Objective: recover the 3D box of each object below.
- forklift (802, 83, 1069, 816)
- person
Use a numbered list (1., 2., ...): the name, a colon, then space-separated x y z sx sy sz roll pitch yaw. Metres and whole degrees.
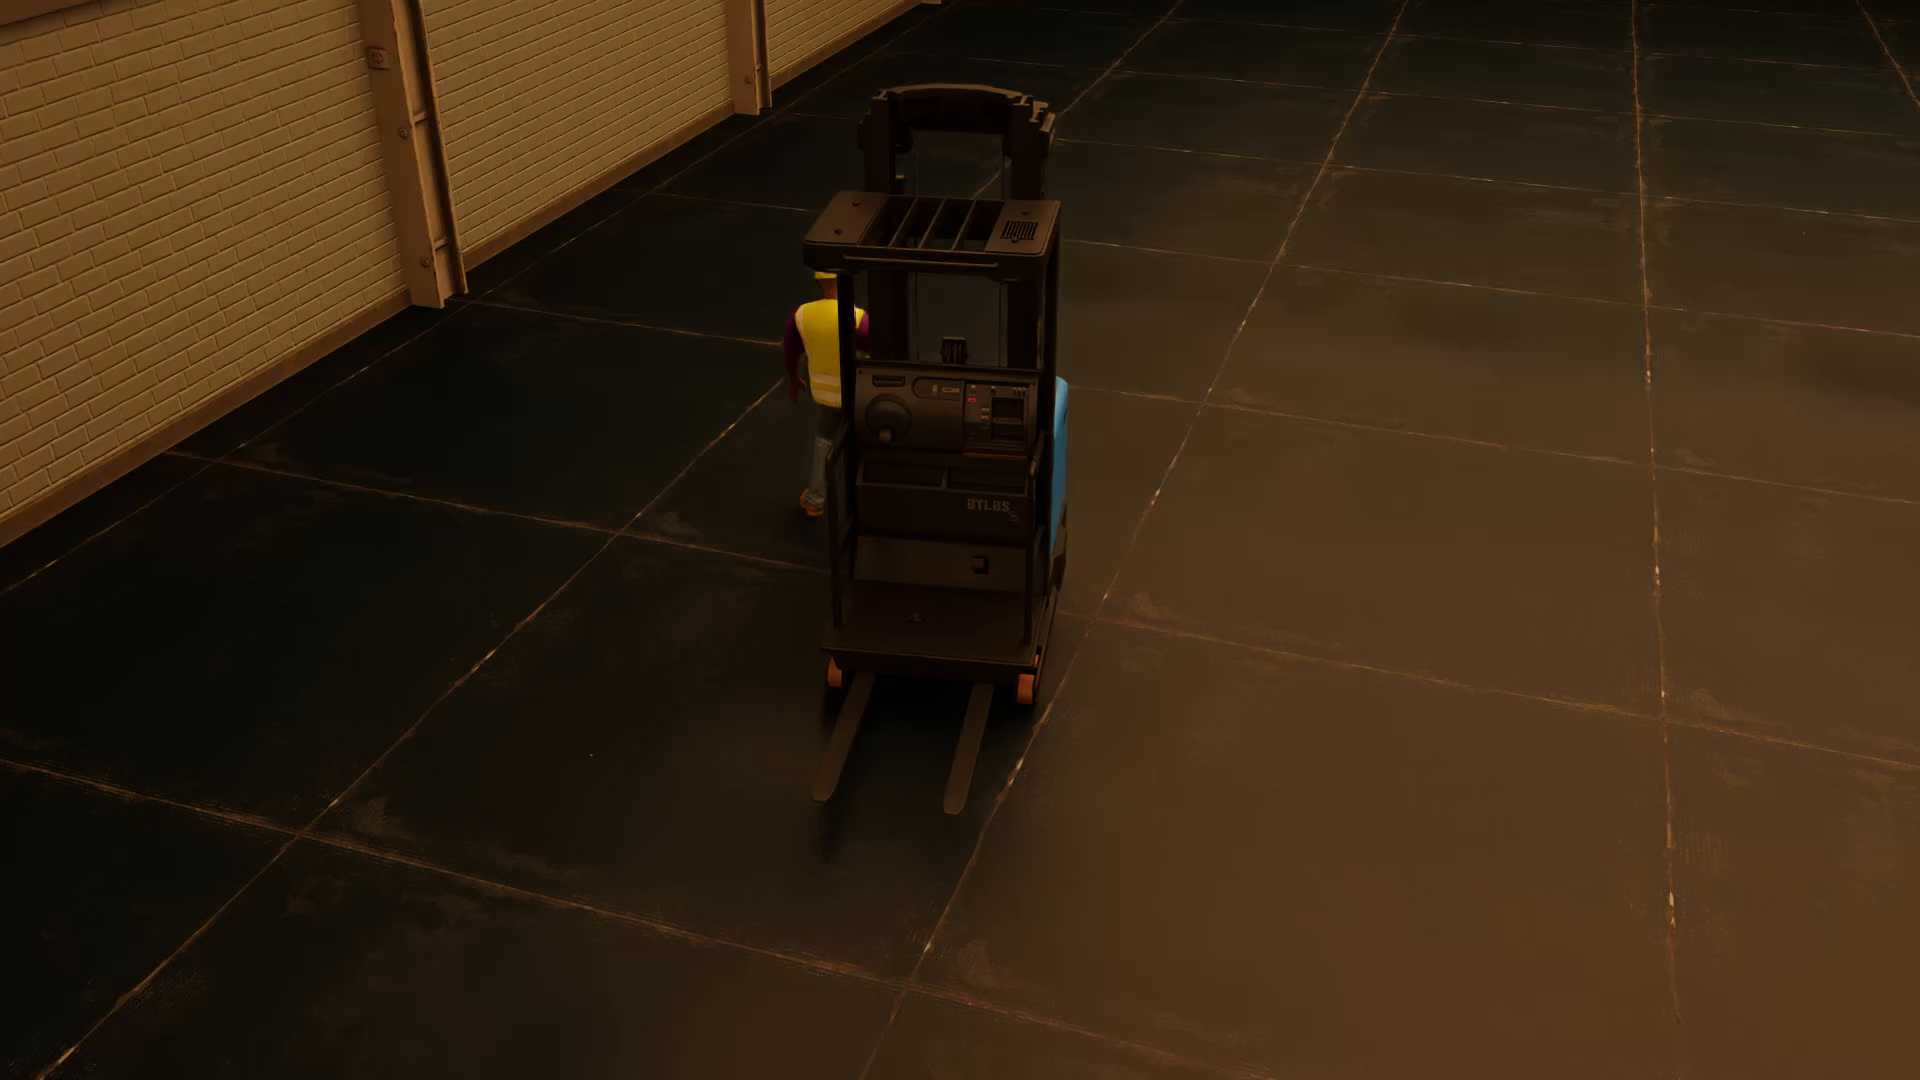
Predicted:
1. forklift: -0.102 -0.609 8.205 1.130 2.935 3.031 5 30 8
2. person: -0.669 -0.893 10.002 0.889 1.729 0.424 16 33 25
